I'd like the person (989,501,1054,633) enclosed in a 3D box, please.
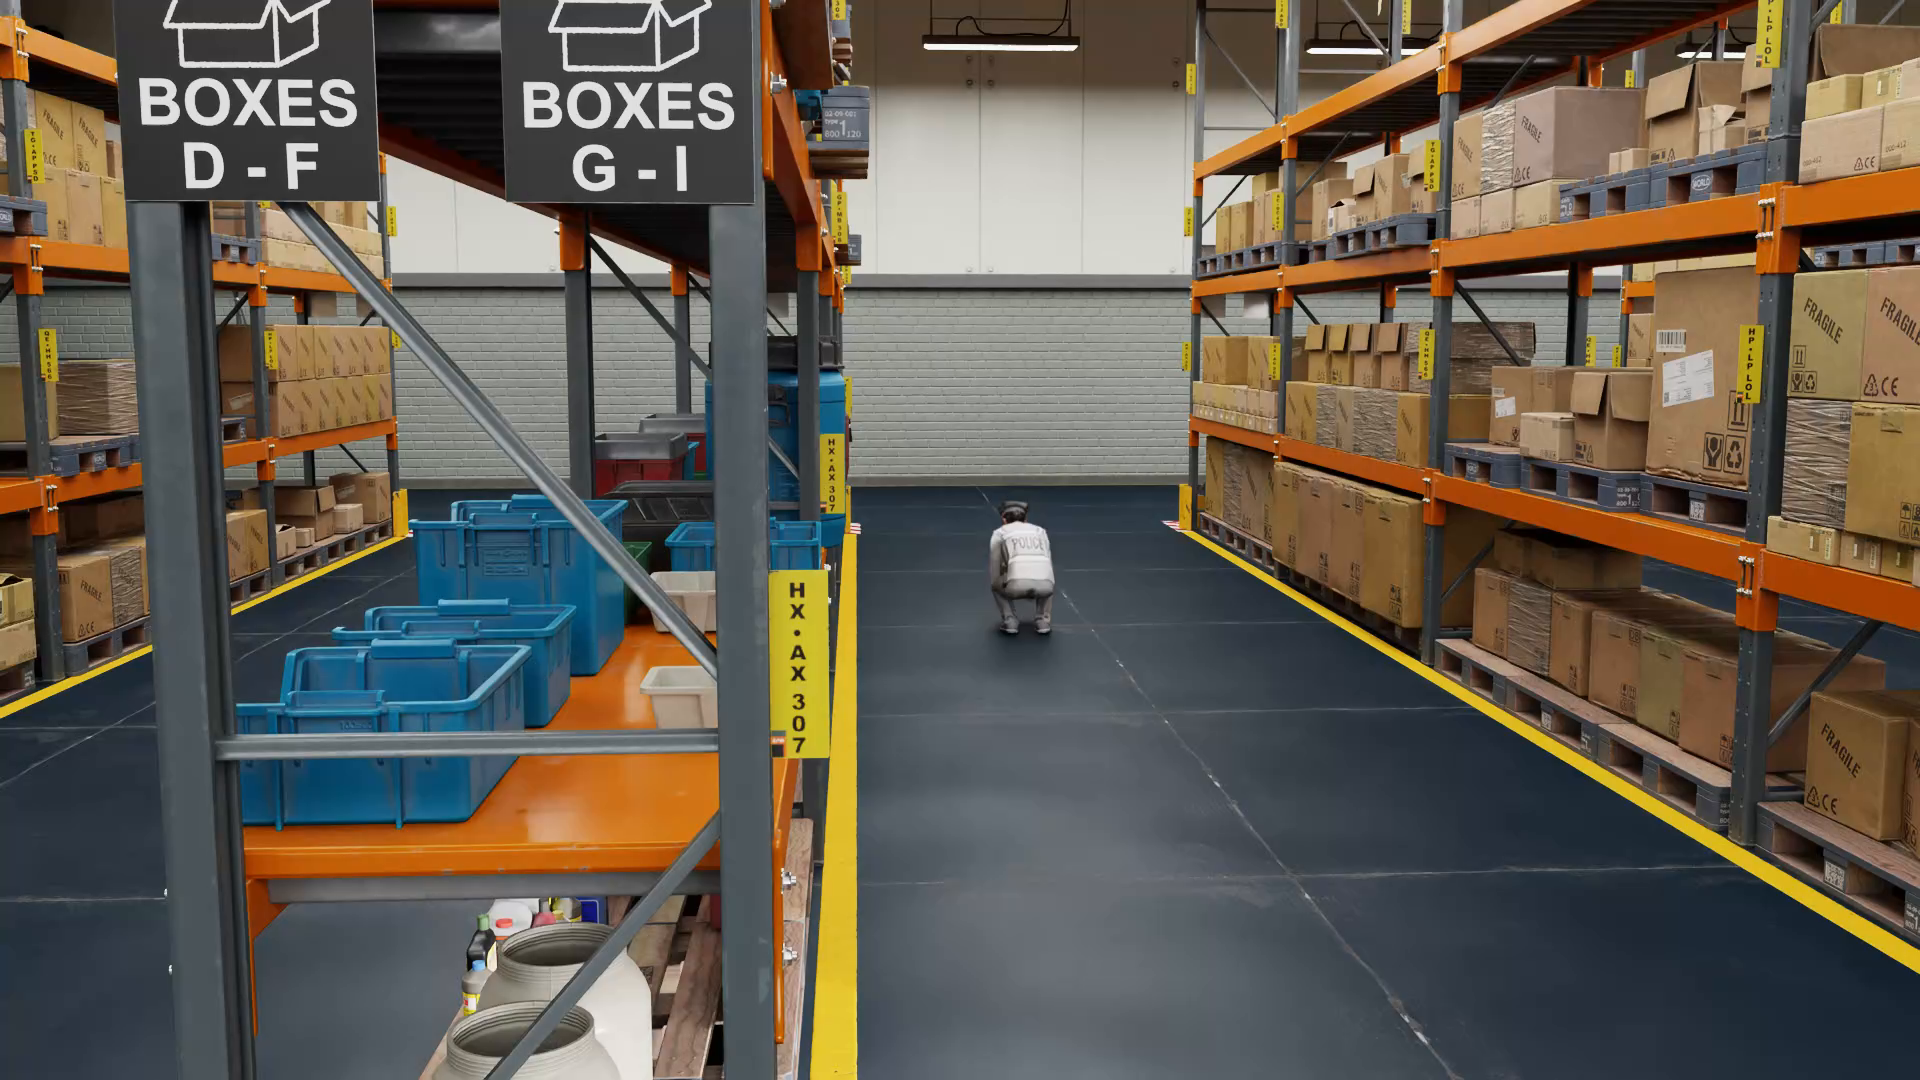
[{"bbox_3d":[0.475,0.202,12.548,0.494,0.961,0.829,0,7,-4],"label":"person"}]
